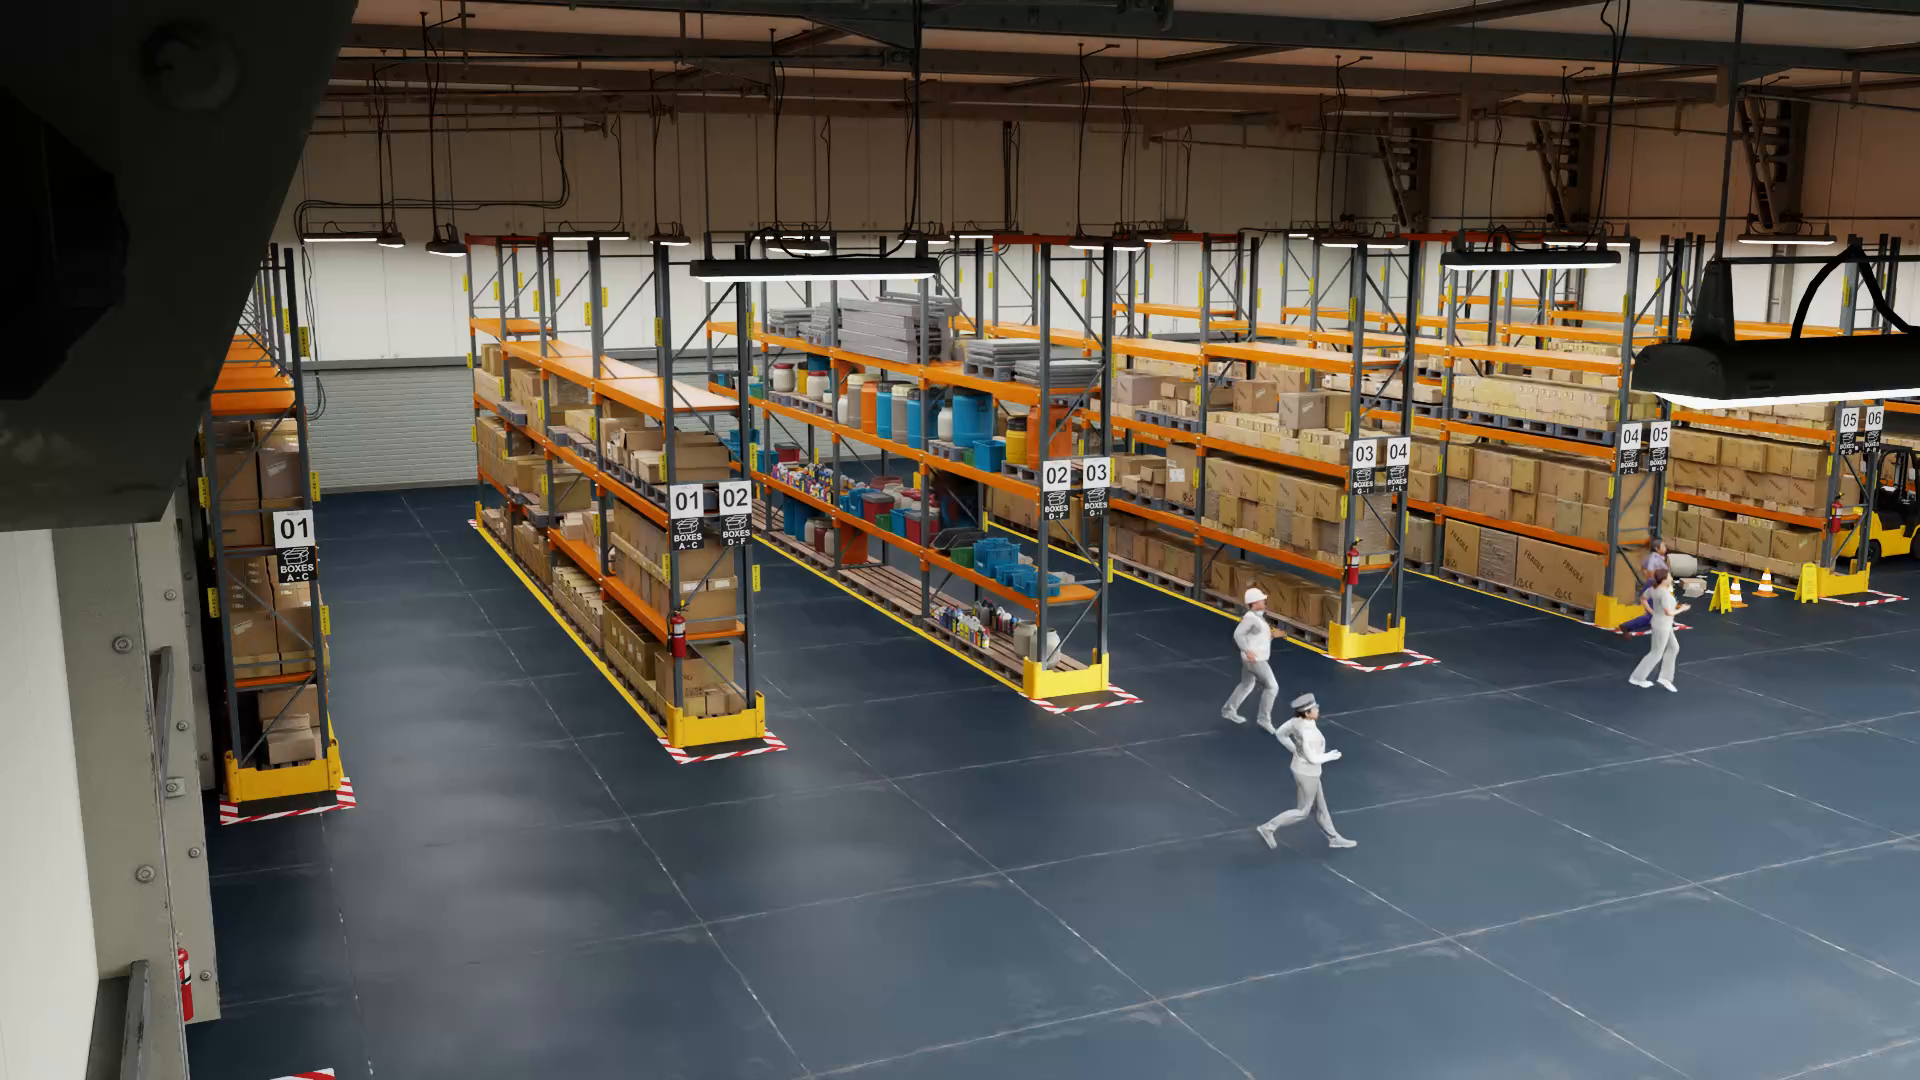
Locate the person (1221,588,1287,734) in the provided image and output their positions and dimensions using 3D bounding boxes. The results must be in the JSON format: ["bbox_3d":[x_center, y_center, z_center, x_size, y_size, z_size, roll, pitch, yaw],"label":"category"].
[{"bbox_3d":[3.669,1.505,20.738,0.770,1.837,0.630,1,11,7],"label":"person"}]

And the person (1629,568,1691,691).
[{"bbox_3d":[9.442,1.223,22.431,0.710,1.723,0.546,2,11,10],"label":"person"}]

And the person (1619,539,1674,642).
[{"bbox_3d":[10.306,0.795,24.852,0.787,1.634,0.629,4,12,21],"label":"person"}]

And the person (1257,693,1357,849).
[{"bbox_3d":[3.490,2.315,16.616,1.046,1.636,0.627,0,11,-1],"label":"person"}]
